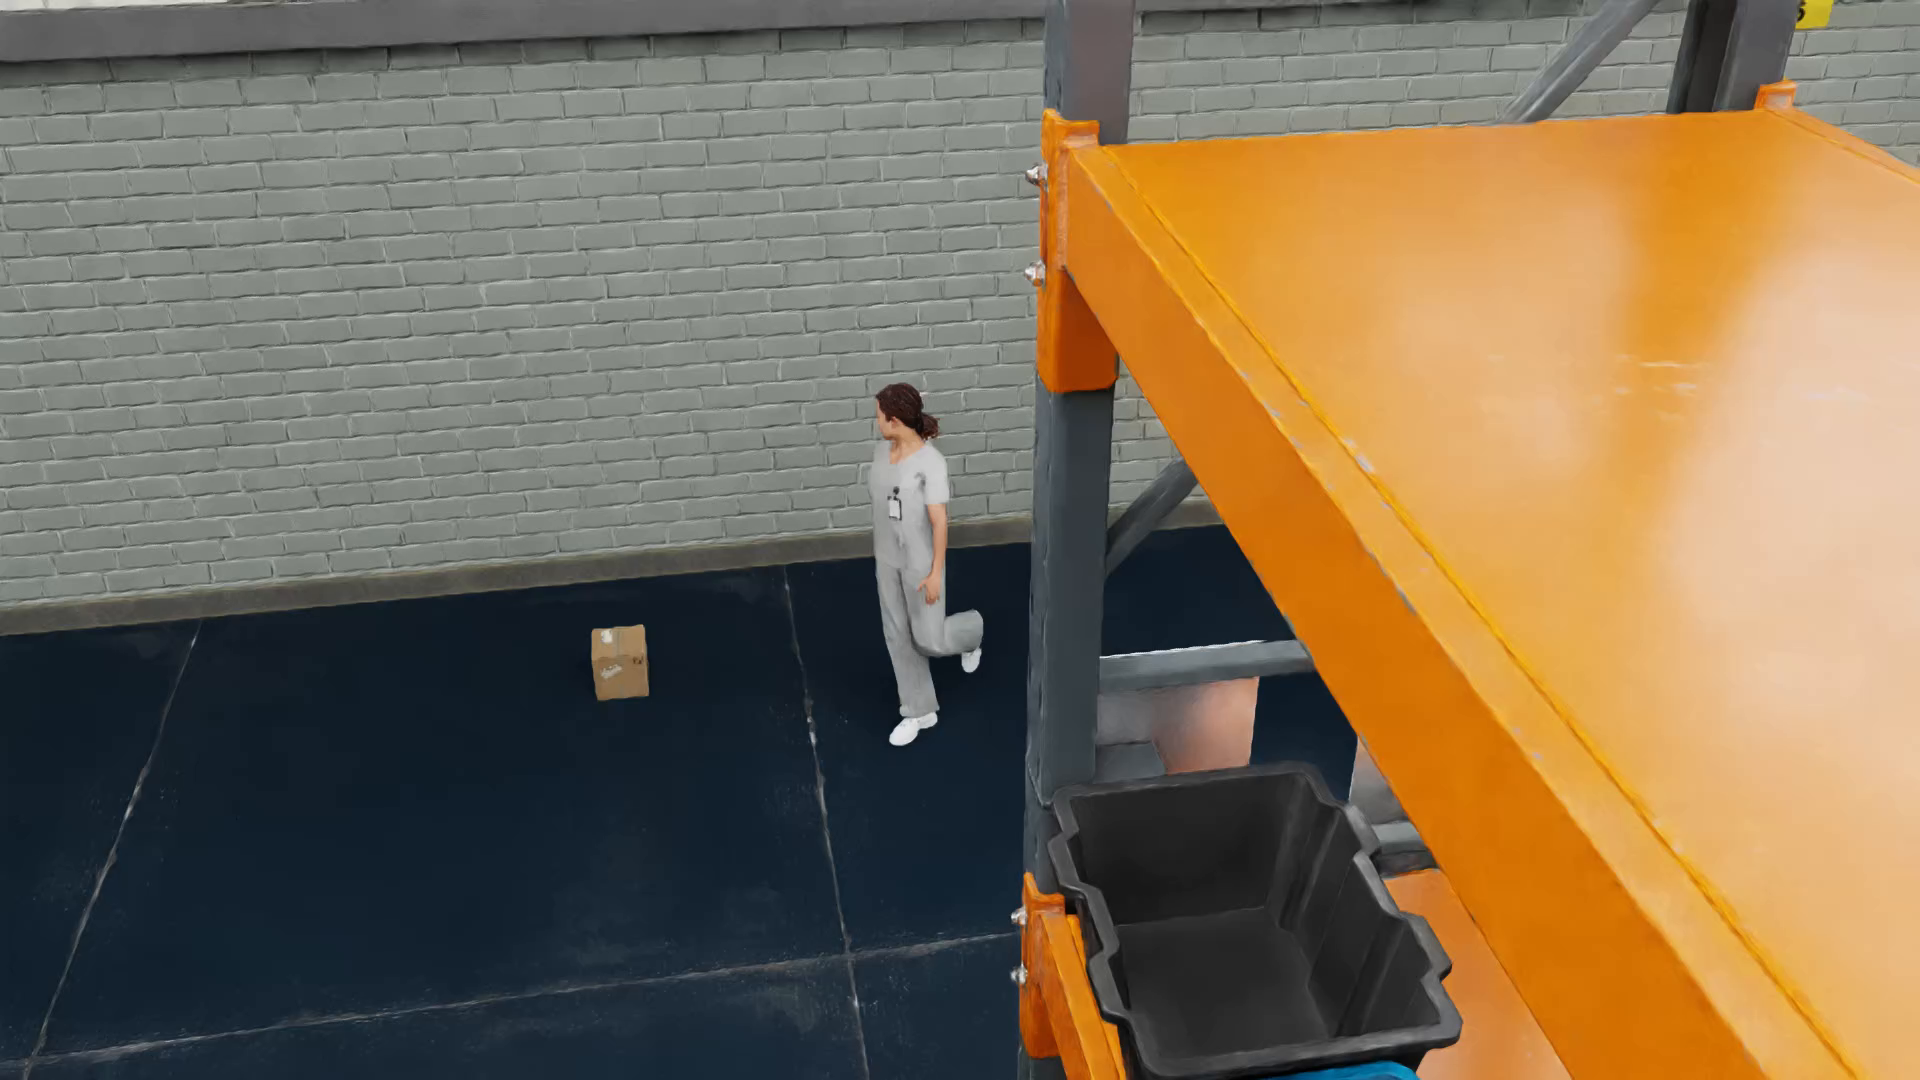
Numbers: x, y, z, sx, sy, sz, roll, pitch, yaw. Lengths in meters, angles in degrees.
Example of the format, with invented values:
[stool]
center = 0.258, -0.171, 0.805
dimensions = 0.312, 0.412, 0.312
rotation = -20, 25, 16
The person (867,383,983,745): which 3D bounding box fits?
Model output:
[person]
center = -0.206, 0.069, 7.539
dimensions = 0.518, 1.639, 0.705
rotation = 22, 37, 32
